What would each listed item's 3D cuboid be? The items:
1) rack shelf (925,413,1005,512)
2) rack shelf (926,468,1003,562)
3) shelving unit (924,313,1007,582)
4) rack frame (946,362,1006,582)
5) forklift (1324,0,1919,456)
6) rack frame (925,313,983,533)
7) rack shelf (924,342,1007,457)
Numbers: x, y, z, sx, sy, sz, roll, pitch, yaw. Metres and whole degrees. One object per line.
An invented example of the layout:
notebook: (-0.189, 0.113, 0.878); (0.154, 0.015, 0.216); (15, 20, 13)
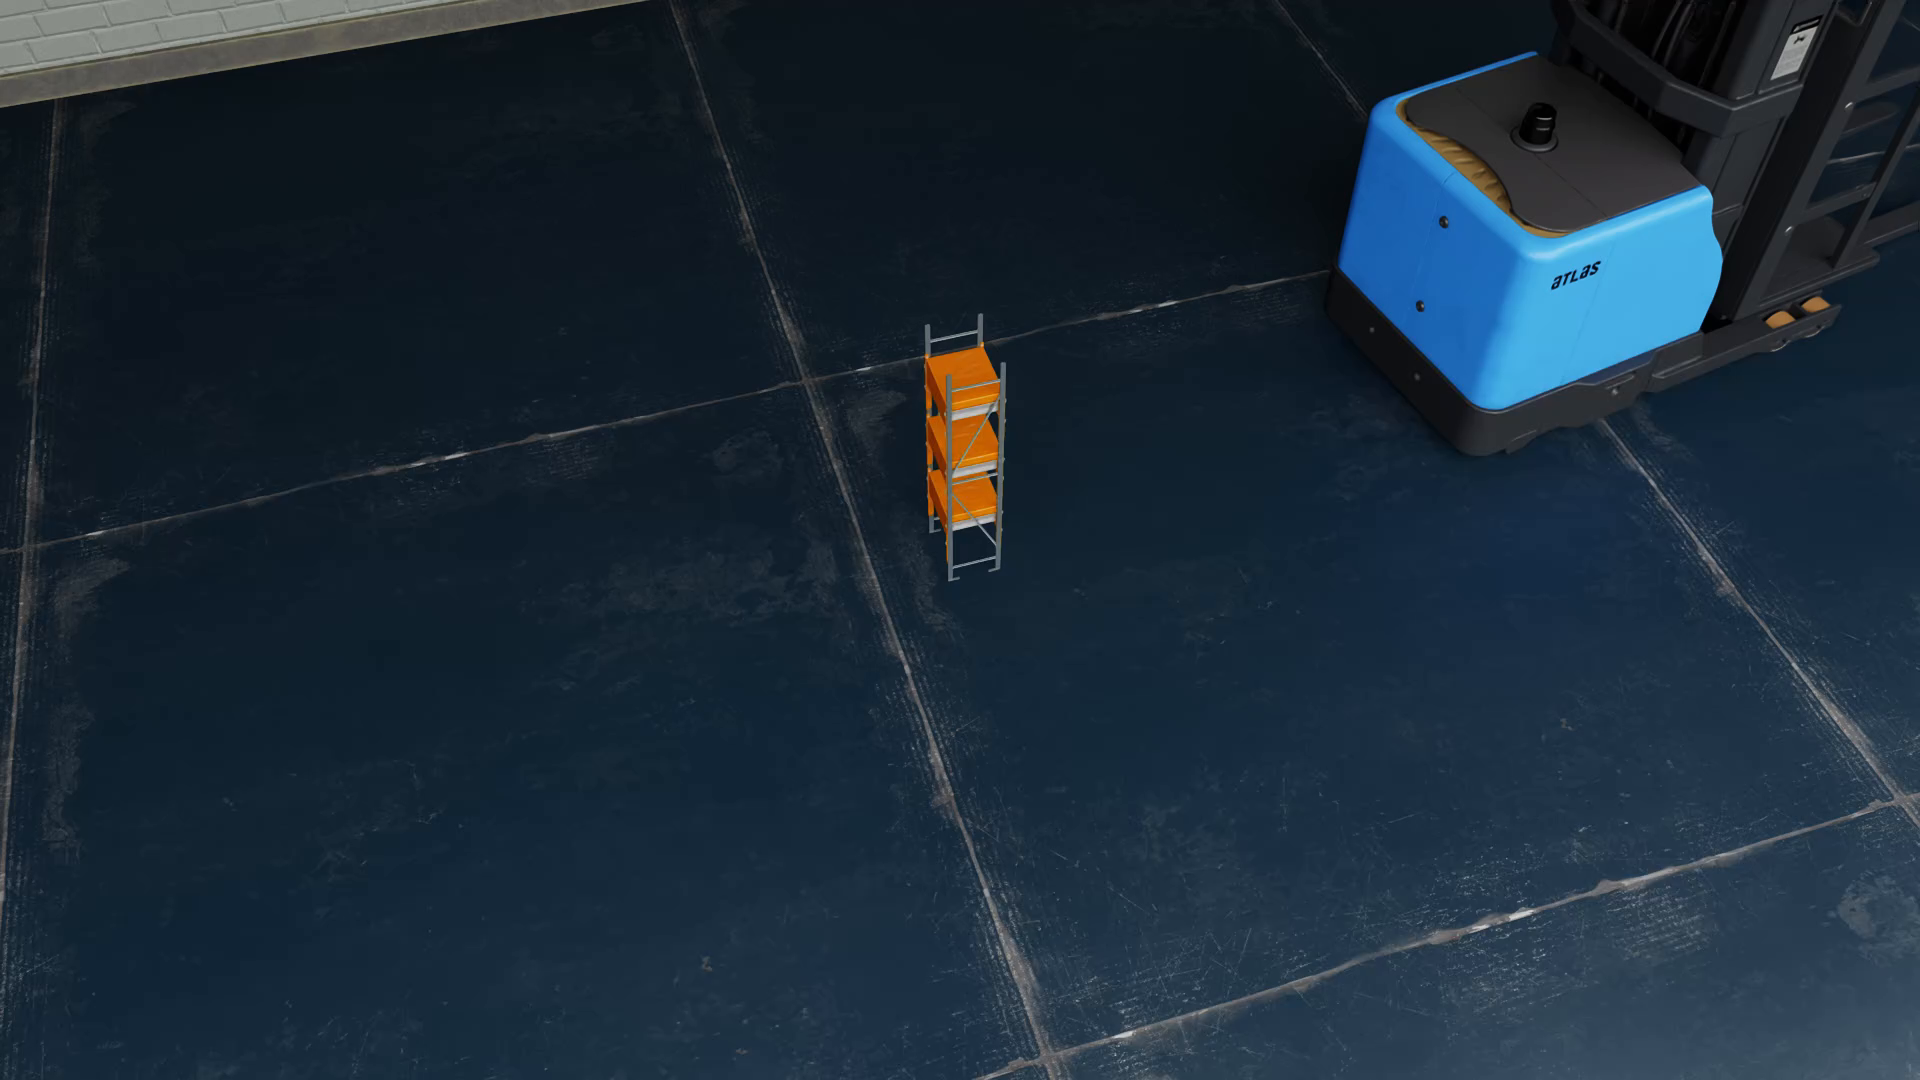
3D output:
rack shelf: (0.016, -0.292, 5.824); (0.215, 0.259, 0.240); (-13, 51, -11)
rack shelf: (0.016, -0.113, 6.036); (0.215, 0.259, 0.240); (-13, 51, -11)
shelving unit: (0.016, -0.299, 5.816); (0.215, 1.050, 0.252); (-13, 51, -11)
rack frame: (0.052, -0.210, 5.741); (0.200, 1.050, 0.008); (-13, 51, -11)
forklift: (3.080, -2.071, 6.079); (3.031, 2.935, 1.130); (-21, 53, -17)
rack frame: (-0.020, -0.388, 5.891); (0.200, 1.050, 0.008); (-13, 51, -11)
rack shelf: (0.016, -0.475, 5.607); (0.215, 0.259, 0.240); (-13, 51, -11)
